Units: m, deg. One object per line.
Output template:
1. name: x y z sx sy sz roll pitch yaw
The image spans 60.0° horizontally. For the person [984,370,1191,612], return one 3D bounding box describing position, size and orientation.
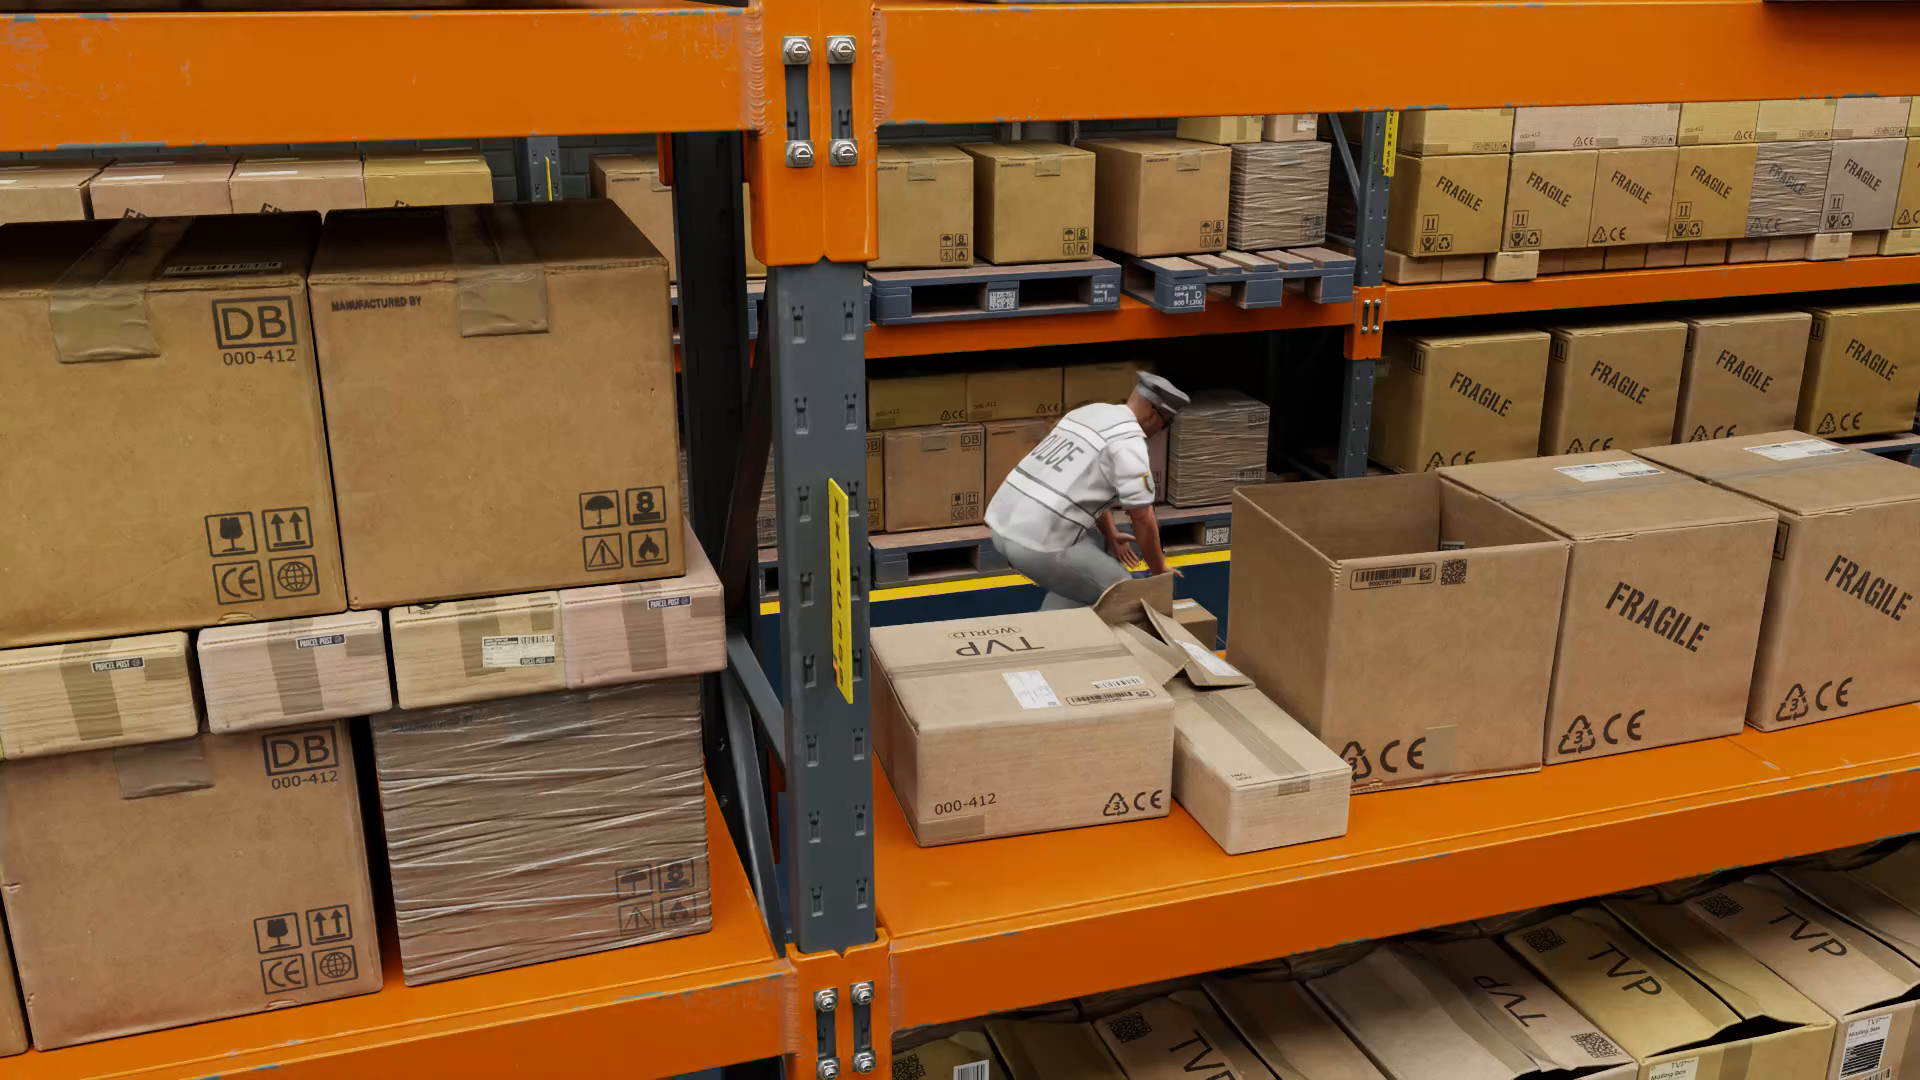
1. person: 0.526 -0.040 6.884 0.868 1.291 0.586 -6 20 -17
